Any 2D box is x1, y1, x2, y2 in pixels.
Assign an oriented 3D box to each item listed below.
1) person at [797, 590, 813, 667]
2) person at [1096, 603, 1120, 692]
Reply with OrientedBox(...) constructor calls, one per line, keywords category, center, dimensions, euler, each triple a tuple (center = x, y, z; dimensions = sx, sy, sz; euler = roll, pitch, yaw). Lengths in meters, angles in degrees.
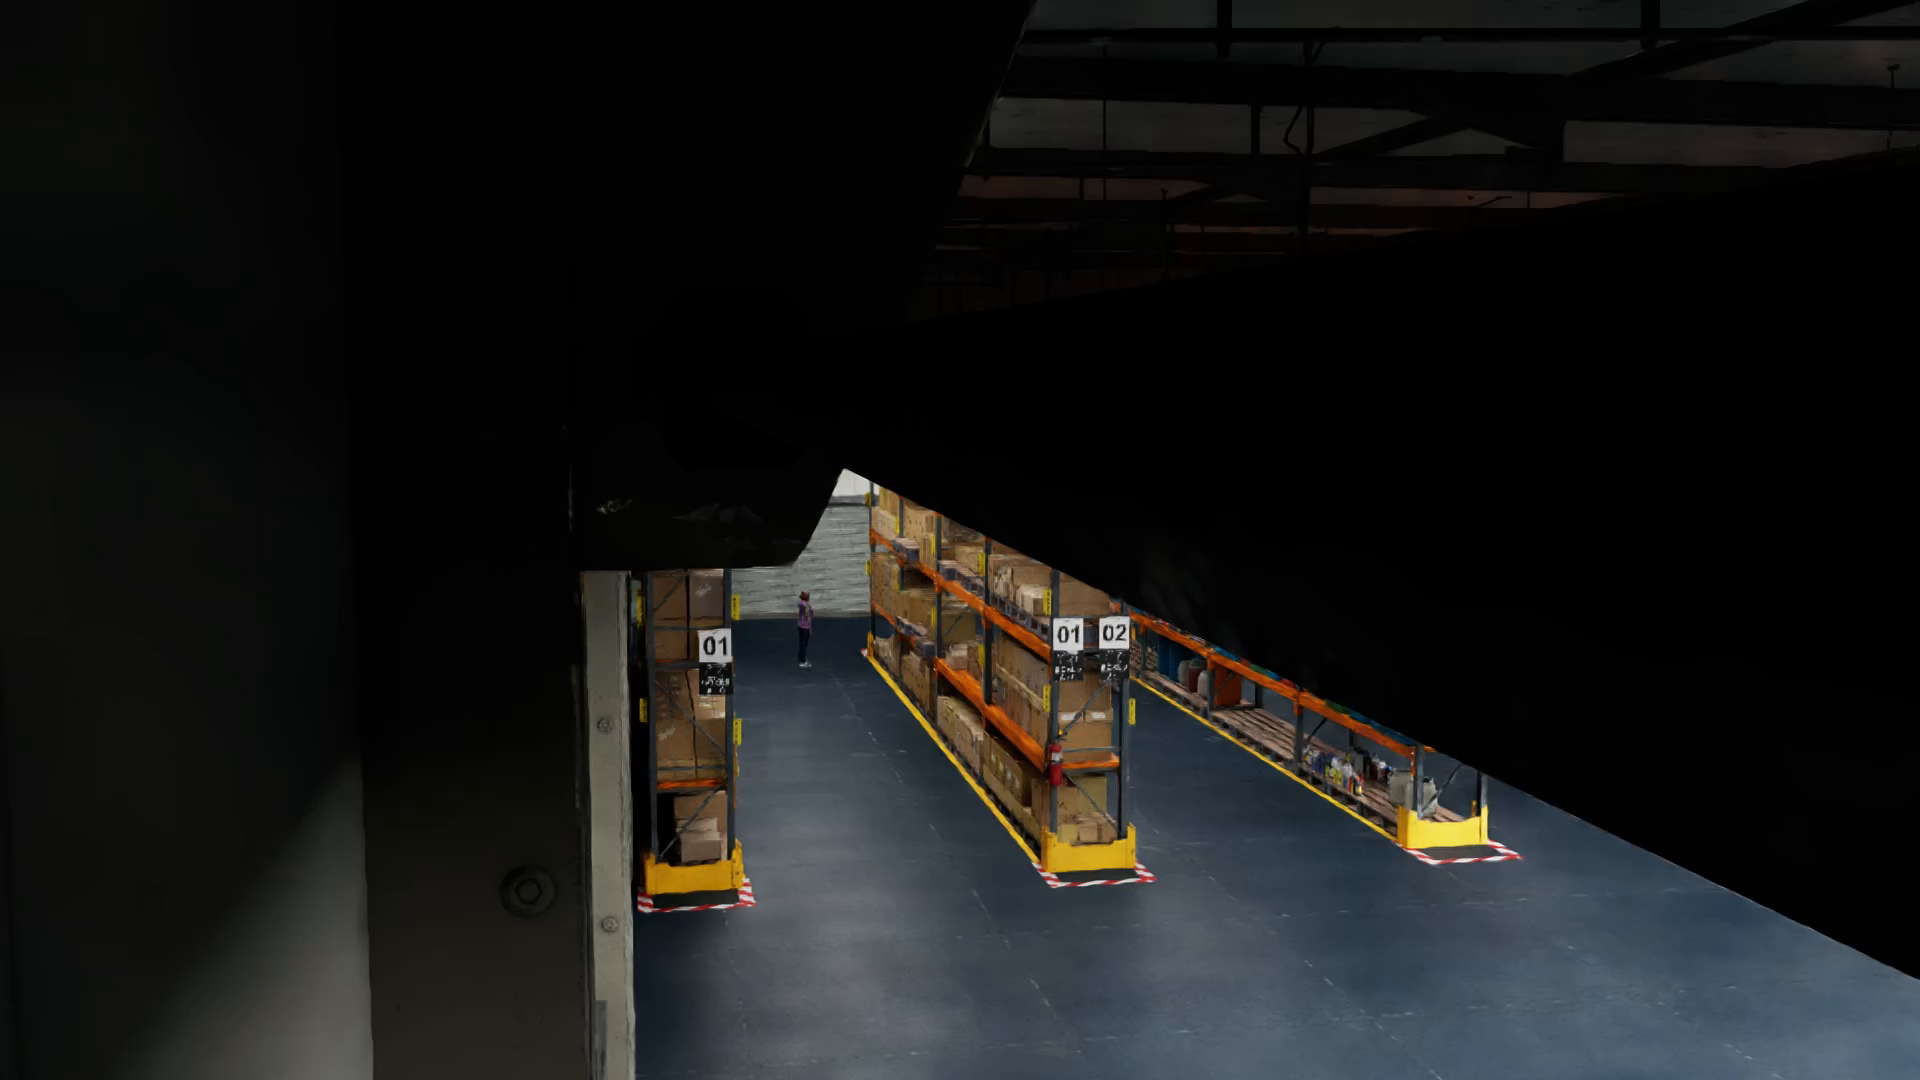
OrientedBox(category="person", center=(-3.281, 1.853, 35.151), dimensions=(0.346, 1.597, 0.538), euler=(-3, 7, -27))
OrientedBox(category="person", center=(2.926, 2.074, 32.527), dimensions=(0.748, 1.740, 0.742), euler=(-1, 6, -7))
